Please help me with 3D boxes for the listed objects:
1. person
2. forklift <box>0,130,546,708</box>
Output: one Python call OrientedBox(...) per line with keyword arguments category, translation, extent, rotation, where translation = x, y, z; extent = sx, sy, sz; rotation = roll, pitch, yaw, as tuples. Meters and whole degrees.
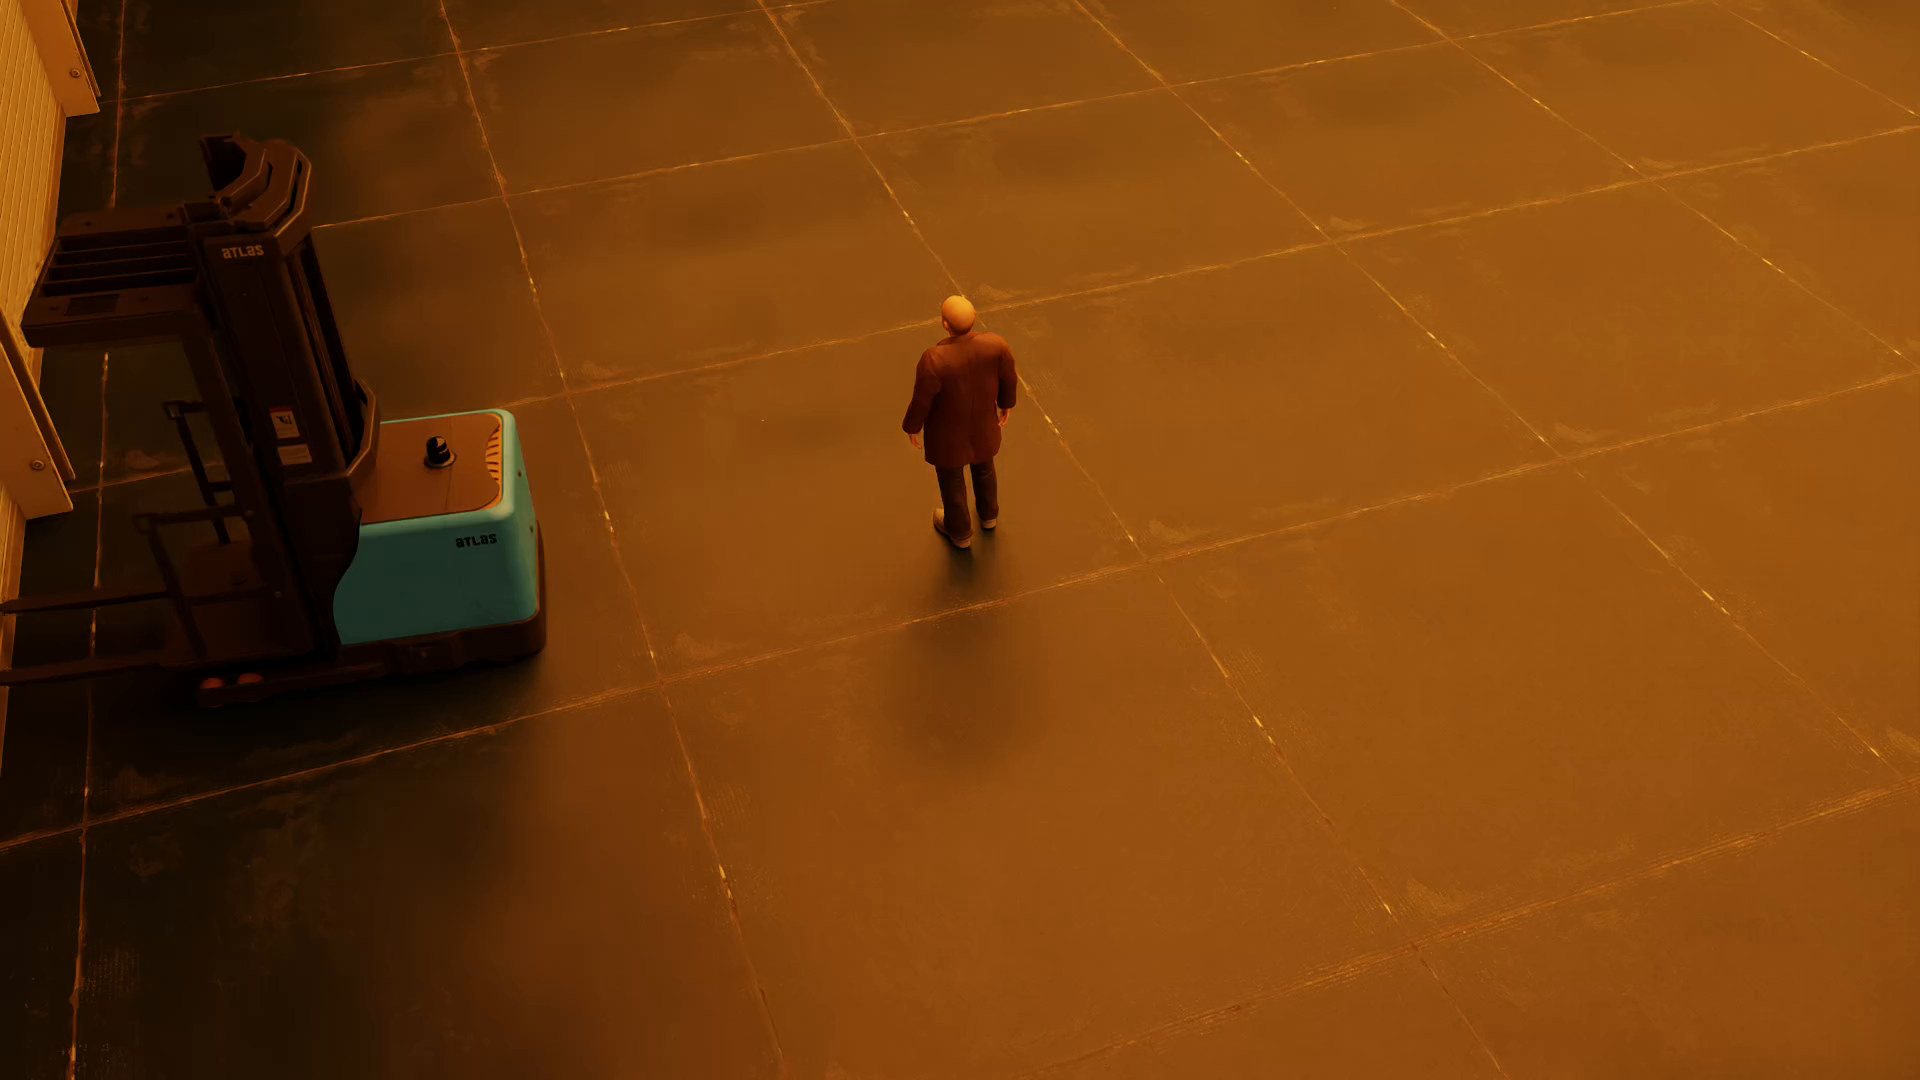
OrientedBox(category="person", translation=(-0.029, -0.744, 9.769), extent=(0.696, 1.777, 0.574), rotation=(-13, 42, -15))
OrientedBox(category="forklift", translation=(-3.932, -0.570, 8.675), extent=(3.031, 2.935, 1.130), rotation=(-8, 41, -9))
